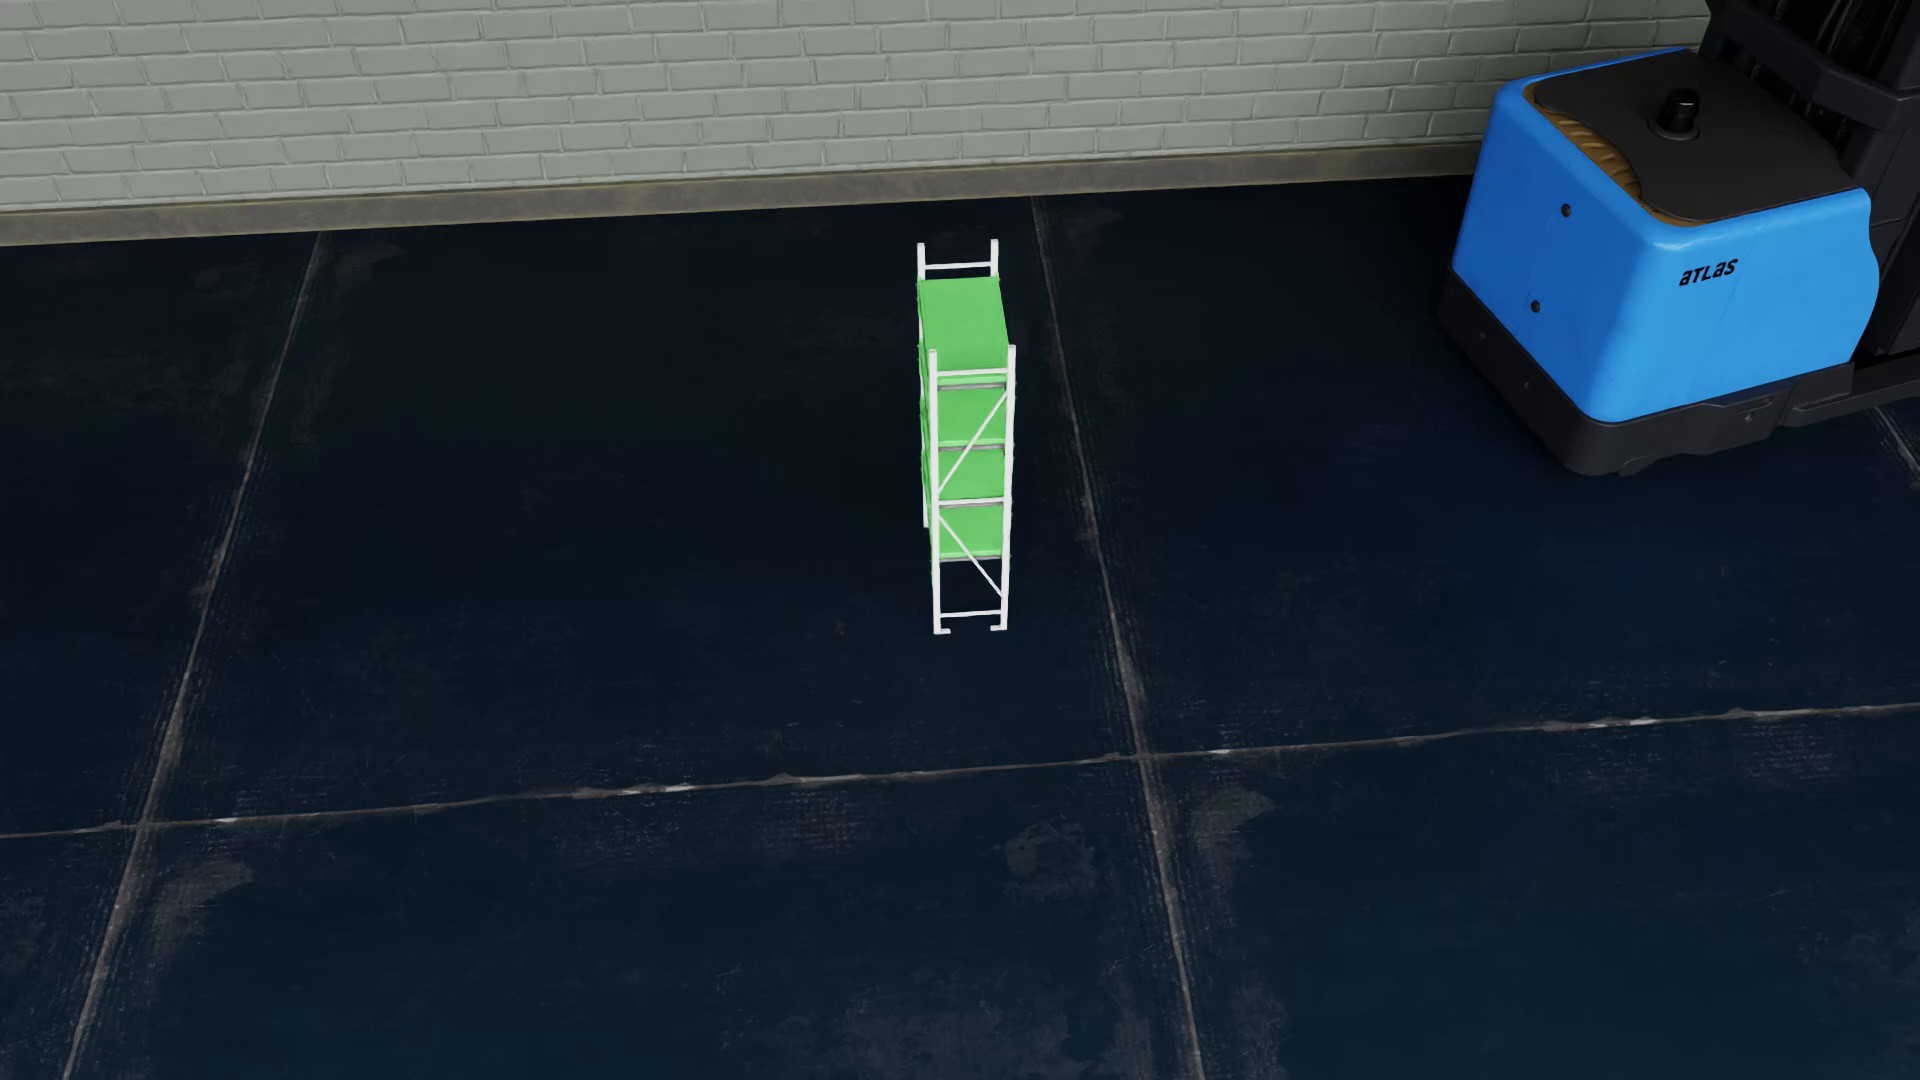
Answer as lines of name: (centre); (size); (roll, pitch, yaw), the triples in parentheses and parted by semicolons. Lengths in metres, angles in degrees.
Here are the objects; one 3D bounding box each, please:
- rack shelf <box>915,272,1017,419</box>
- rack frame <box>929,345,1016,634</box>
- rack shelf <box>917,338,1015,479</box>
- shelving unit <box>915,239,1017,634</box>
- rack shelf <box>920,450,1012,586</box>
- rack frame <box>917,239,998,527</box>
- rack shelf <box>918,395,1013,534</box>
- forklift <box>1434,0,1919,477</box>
rack shelf: (0.014, -0.579, 4.899); (0.258, 0.148, 0.480); (-3, 47, -3)
rack frame: (0.034, -0.116, 5.034); (0.240, 1.200, 0.015); (-3, 47, -3)
rack shelf: (0.014, -0.414, 5.073); (0.258, 0.148, 0.480); (-3, 47, -3)
shelving unit: (0.014, -0.293, 5.201); (0.258, 1.200, 0.503); (-3, 47, -3)
rack shelf: (0.014, -0.084, 5.422); (0.258, 0.148, 0.480); (-3, 47, -3)
rack frame: (-0.007, -0.469, 5.368); (0.240, 1.200, 0.015); (-3, 47, -3)
rack shelf: (0.014, -0.249, 5.247); (0.258, 0.148, 0.480); (-3, 47, -3)
forklift: (3.422, -1.889, 5.520); (3.031, 2.935, 1.130); (-14, 48, -13)
